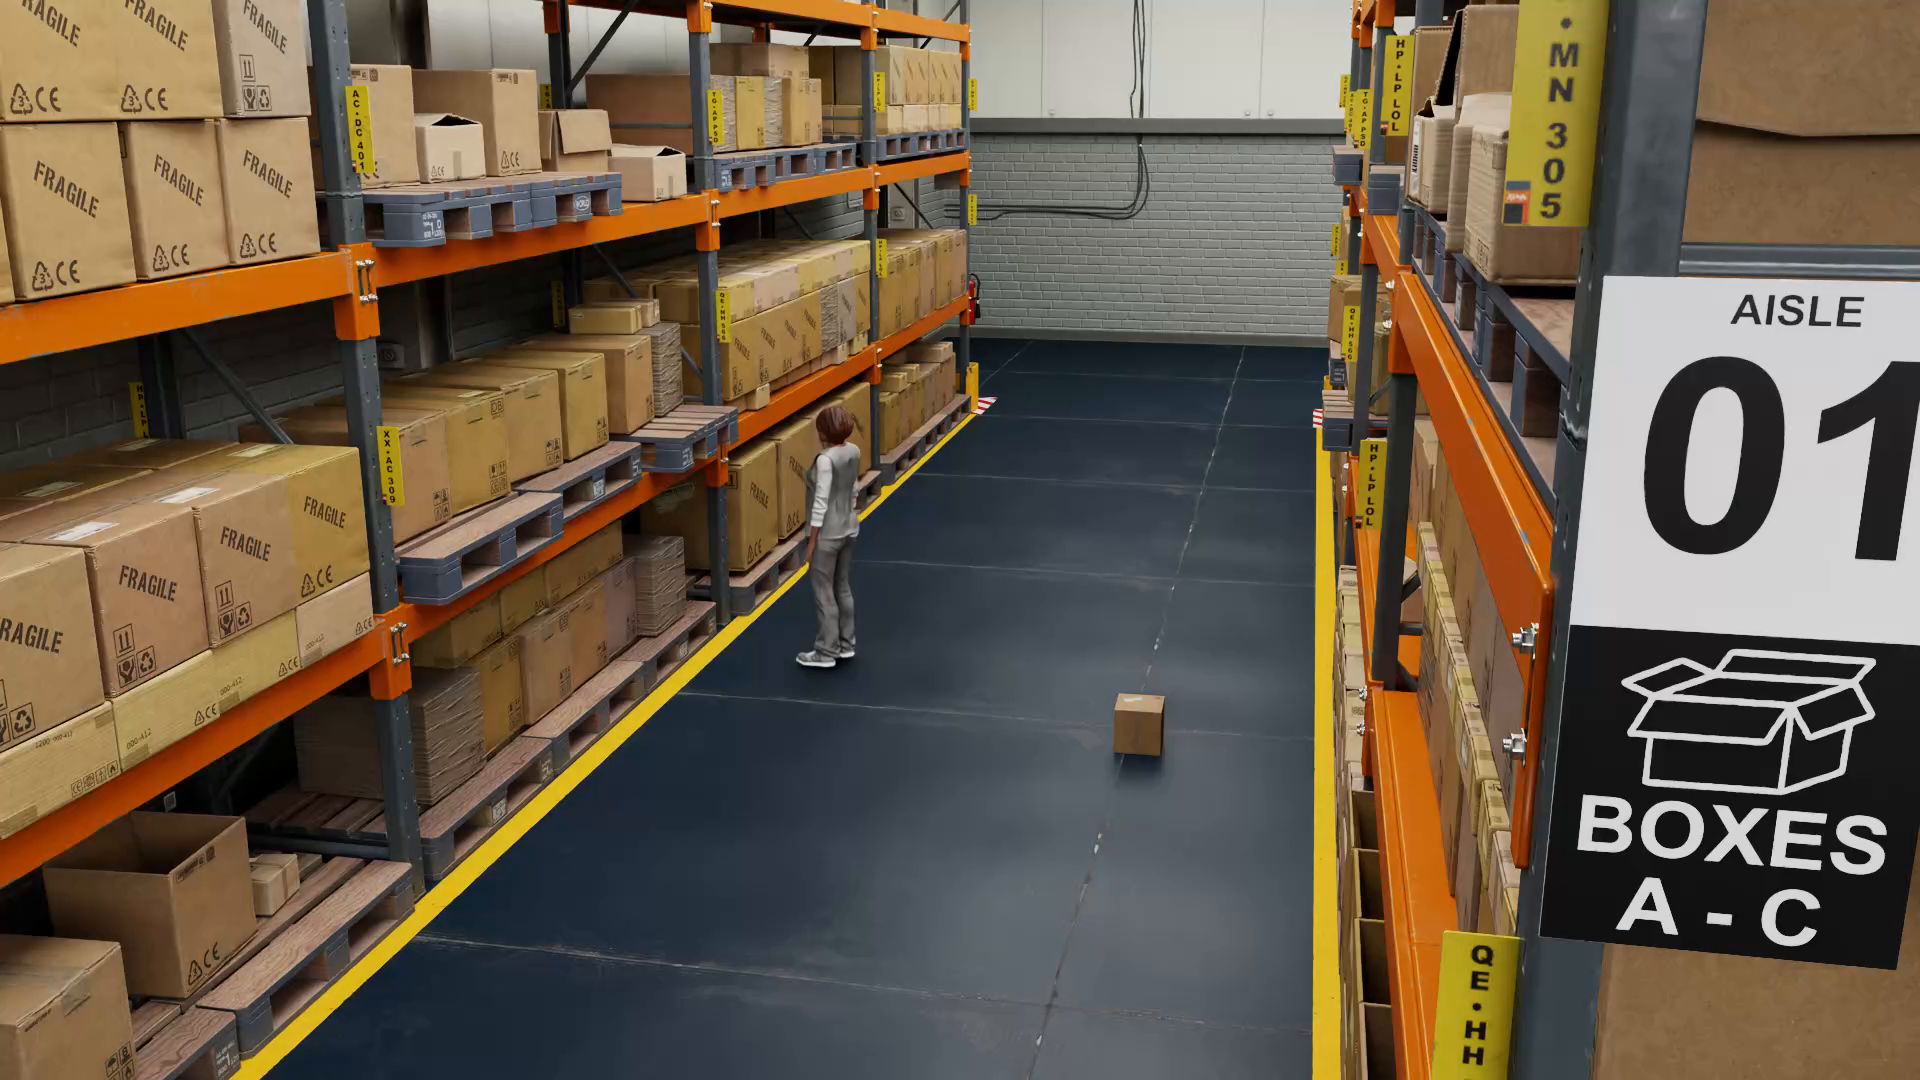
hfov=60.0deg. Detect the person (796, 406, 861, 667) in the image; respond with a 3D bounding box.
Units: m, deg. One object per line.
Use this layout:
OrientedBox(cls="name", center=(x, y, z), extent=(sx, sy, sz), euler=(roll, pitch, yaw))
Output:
OrientedBox(cls="person", center=(-0.801, -0.020, 10.035), extent=(0.351, 1.608, 0.442), euler=(8, 17, 29))
